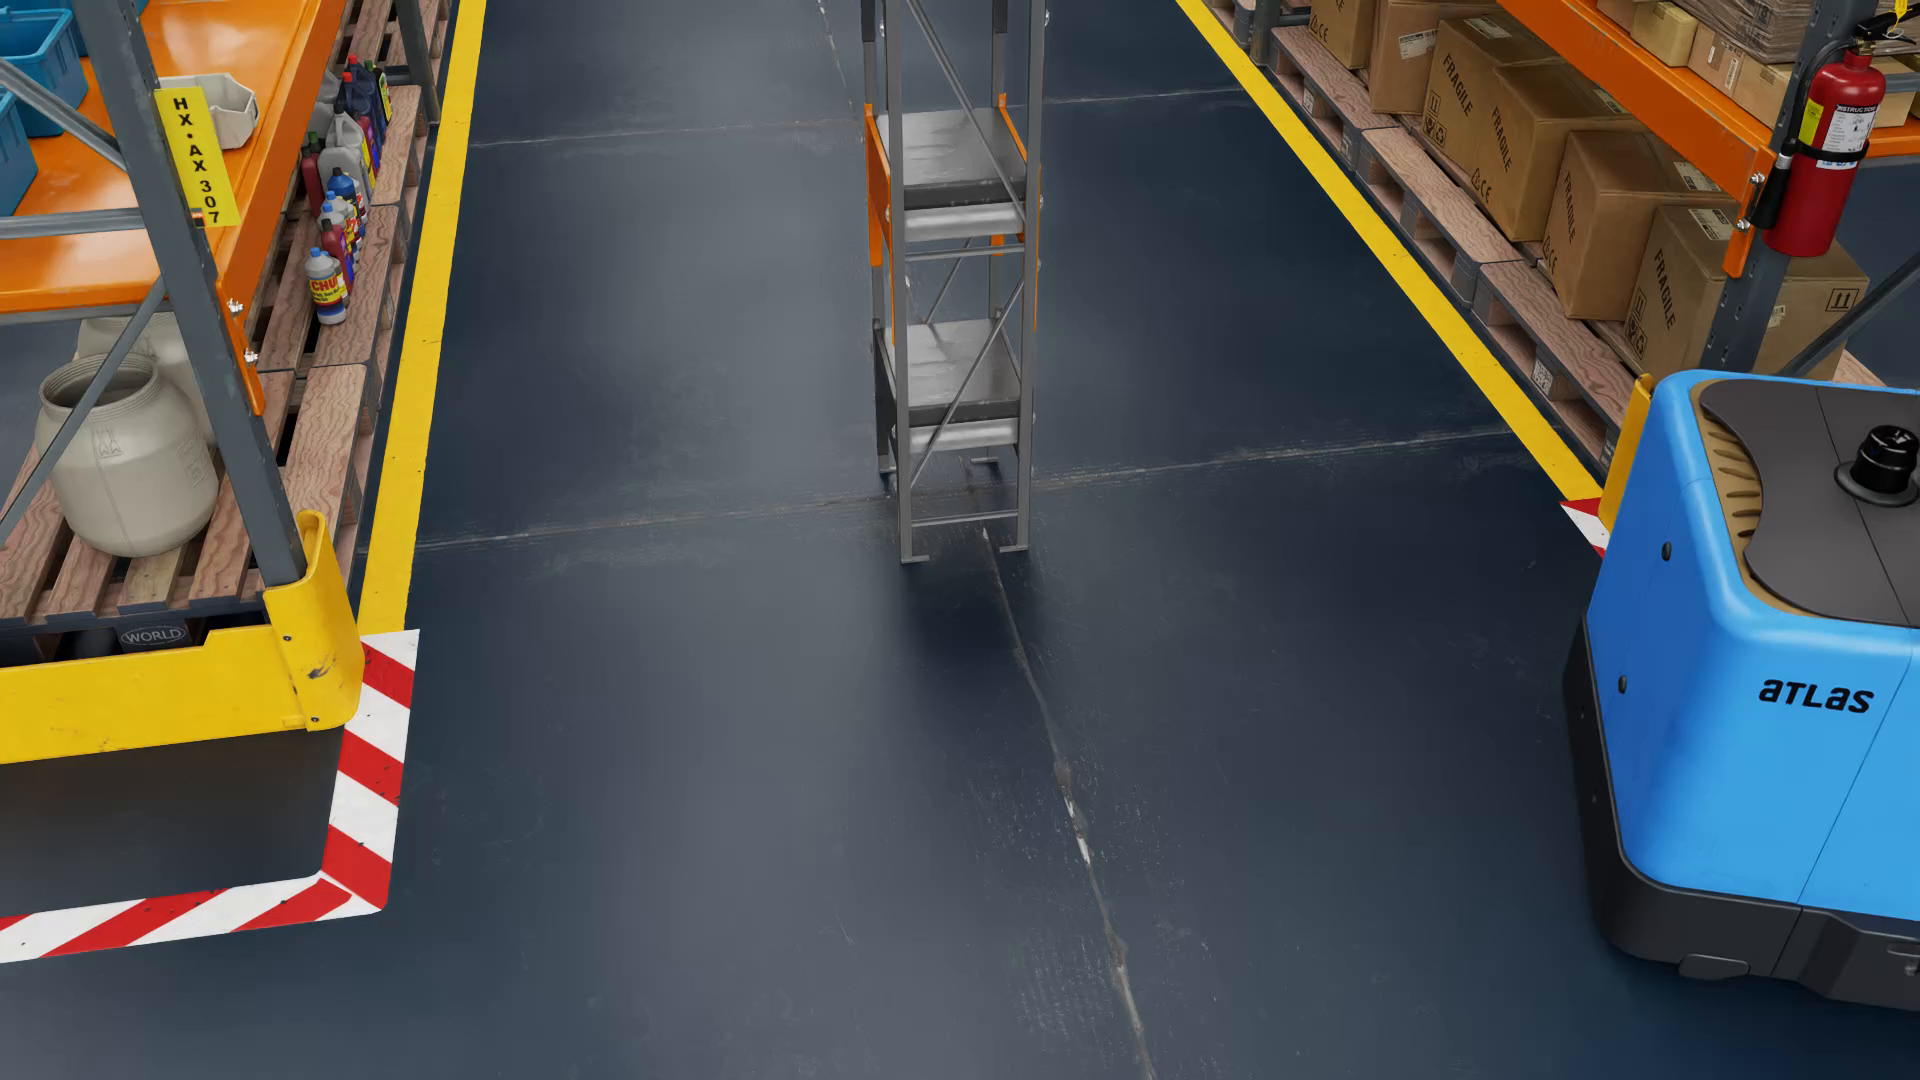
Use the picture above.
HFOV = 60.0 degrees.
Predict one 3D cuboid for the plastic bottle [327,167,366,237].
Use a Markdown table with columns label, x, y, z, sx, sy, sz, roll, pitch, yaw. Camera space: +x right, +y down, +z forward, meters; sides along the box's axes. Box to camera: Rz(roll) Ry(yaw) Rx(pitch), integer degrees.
| label | x | y | z | sx | sy | sz | roll | pitch | yaw |
| --- | --- | --- | --- | --- | --- | --- | --- | --- | --- |
| plastic bottle | -2.342 | -1.287 | 6.327 | 0.097 | 0.271 | 0.097 | 0 | 38 | 0 |

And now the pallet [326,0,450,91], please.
| label | x | y | z | sx | sy | sz | roll | pitch | yaw |
| --- | --- | --- | --- | --- | --- | --- | --- | --- | --- |
| pallet | -3.095 | -2.457 | 8.241 | 1.003 | 0.211 | 1.213 | -6 | 38 | -8 |

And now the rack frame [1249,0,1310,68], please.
| label | x | y | z | sx | sy | sz | roll | pitch | yaw |
| --- | --- | --- | --- | --- | --- | --- | --- | --- | --- |
| rack frame | 1.958 | -3.621 | 7.466 | 1.000 | 3.000 | 0.127 | -6 | 38 | -8 |

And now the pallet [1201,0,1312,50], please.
| label | x | y | z | sx | sy | sz | roll | pitch | yaw |
| --- | --- | --- | --- | --- | --- | --- | --- | --- | --- |
| pallet | 1.820 | -2.990 | 8.927 | 1.003 | 0.211 | 1.213 | -6 | 38 | -8 |

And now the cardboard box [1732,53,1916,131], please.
| label | x | y | z | sx | sy | sz | roll | pitch | yaw |
| --- | --- | --- | --- | --- | --- | --- | --- | --- | --- |
| cardboard box | 2.406 | -1.256 | 4.626 | 0.380 | 0.149 | 0.250 | -6 | 38 | -8 |

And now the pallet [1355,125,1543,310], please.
| label | x | y | z | sx | sy | sz | roll | pitch | yaw |
| --- | --- | --- | --- | --- | --- | --- | --- | --- | --- |
| pallet | 2.327 | -1.380 | 6.854 | 1.003 | 0.211 | 1.213 | -6 | 38 | -8 |

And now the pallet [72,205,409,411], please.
| label | x | y | z | sx | sy | sz | roll | pitch | yaw |
| --- | --- | --- | --- | --- | --- | --- | --- | --- | --- |
| pallet | -2.625 | -0.839 | 6.158 | 1.003 | 0.211 | 1.213 | -6 | 38 | -8 |

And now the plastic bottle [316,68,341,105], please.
| label | x | y | z | sx | sy | sz | roll | pitch | yaw |
| --- | --- | --- | --- | --- | --- | --- | --- | --- | --- |
| plastic bottle | -2.664 | -1.843 | 6.977 | 0.144 | 0.351 | 0.185 | -6 | 38 | -8 |

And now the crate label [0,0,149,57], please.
| label | x | y | z | sx | sy | sz | roll | pitch | yaw |
| --- | --- | --- | --- | --- | --- | --- | --- | --- | --- |
| crate label | -2.806 | -1.769 | 5.053 | 0.502 | 0.435 | 0.616 | -6 | 38 | -8 |

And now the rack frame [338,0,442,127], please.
| label | x | y | z | sx | sy | sz | roll | pitch | yaw |
| --- | --- | --- | --- | --- | --- | --- | --- | --- | --- |
| rack frame | -2.919 | -3.089 | 6.781 | 1.000 | 3.000 | 0.127 | -6 | 38 | -8 |

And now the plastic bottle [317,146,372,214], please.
| label | x | y | z | sx | sy | sz | roll | pitch | yaw |
| --- | --- | --- | --- | --- | --- | --- | --- | --- | --- |
| plastic bottle | -2.407 | -1.419 | 6.493 | 0.152 | 0.276 | 0.135 | -6 | 38 | -7 |

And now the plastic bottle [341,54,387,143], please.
| label | x | y | z | sx | sy | sz | roll | pitch | yaw |
| --- | --- | --- | --- | --- | --- | --- | --- | --- | --- |
| plastic bottle | -2.522 | -1.858 | 6.997 | 0.144 | 0.351 | 0.185 | -7 | 38 | -9 |

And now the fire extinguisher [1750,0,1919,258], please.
| label | x | y | z | sx | sy | sz | roll | pitch | yaw |
| --- | --- | --- | --- | --- | --- | --- | --- | --- | --- |
| fire extinguisher | 2.225 | -1.056 | 4.227 | 0.296 | 0.674 | 0.183 | -6 | 38 | -8 |

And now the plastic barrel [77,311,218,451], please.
| label | x | y | z | sx | sy | sz | roll | pitch | yaw |
| --- | --- | --- | --- | --- | --- | --- | --- | --- | --- |
| plastic barrel | -2.496 | -0.548 | 5.196 | 0.421 | 0.512 | 0.421 | 0 | 38 | 0 |

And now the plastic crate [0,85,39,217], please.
| label | x | y | z | sx | sy | sz | roll | pitch | yaw |
| --- | --- | --- | --- | --- | --- | --- | --- | --- | --- |
| plastic crate | -2.600 | -0.884 | 4.064 | 0.499 | 0.251 | 0.616 | -6 | 38 | -8 |

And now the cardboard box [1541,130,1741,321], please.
| label | x | y | z | sx | sy | sz | roll | pitch | yaw |
| --- | --- | --- | --- | --- | --- | --- | --- | --- | --- |
| cardboard box | 2.427 | -1.120 | 5.942 | 0.500 | 0.500 | 0.500 | 3 | 38 | 4 |

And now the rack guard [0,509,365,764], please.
| label | x | y | z | sx | sy | sz | roll | pitch | yaw |
| --- | --- | --- | --- | --- | --- | --- | --- | --- | --- |
| rack guard | -2.277 | 0.274 | 4.490 | 1.175 | 0.500 | 0.348 | -6 | 38 | -8 |

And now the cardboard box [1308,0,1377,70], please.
| label | x | y | z | sx | sy | sz | roll | pitch | yaw |
| --- | --- | --- | --- | --- | --- | --- | --- | --- | --- |
| cardboard box | 1.988 | -2.554 | 7.788 | 0.500 | 0.500 | 0.500 | -7 | 38 | -9 |

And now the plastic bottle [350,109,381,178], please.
| label | x | y | z | sx | sy | sz | roll | pitch | yaw |
| --- | --- | --- | --- | --- | --- | --- | --- | --- | --- |
| plastic bottle | -2.419 | -1.622 | 6.748 | 0.061 | 0.283 | 0.133 | -4 | 38 | -5 |

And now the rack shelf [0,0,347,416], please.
| label | x | y | z | sx | sy | sz | roll | pitch | yaw |
| --- | --- | --- | --- | --- | --- | --- | --- | --- | --- |
| rack shelf | -2.568 | -1.596 | 5.446 | 1.077 | 0.370 | 4.000 | -6 | 38 | -8 |

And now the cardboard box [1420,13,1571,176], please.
| label | x | y | z | sx | sy | sz | roll | pitch | yaw |
| --- | --- | --- | --- | --- | --- | --- | --- | --- | --- |
| cardboard box | 2.282 | -1.842 | 6.872 | 0.500 | 0.500 | 0.500 | -9 | 39 | -12 |

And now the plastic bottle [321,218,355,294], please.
| label | x | y | z | sx | sy | sz | roll | pitch | yaw |
| --- | --- | --- | --- | --- | --- | --- | --- | --- | --- |
| plastic bottle | -2.250 | -1.041 | 6.000 | 0.061 | 0.283 | 0.133 | -6 | 38 | -7 |

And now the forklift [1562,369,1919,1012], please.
| label | x | y | z | sx | sy | sz | roll | pitch | yaw |
| --- | --- | --- | --- | --- | --- | --- | --- | --- | --- |
| forklift | 3.081 | -0.276 | 3.216 | 3.031 | 2.935 | 1.130 | 7 | 38 | 9 |

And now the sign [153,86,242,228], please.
| label | x | y | z | sx | sy | sz | roll | pitch | yaw |
| --- | --- | --- | --- | --- | --- | --- | --- | --- | --- |
| sign | -1.675 | -0.838 | 3.659 | 0.100 | 0.325 | 0.005 | -6 | 38 | -8 |

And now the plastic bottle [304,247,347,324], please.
| label | x | y | z | sx | sy | sz | roll | pitch | yaw |
| --- | --- | --- | --- | --- | --- | --- | --- | --- | --- |
| plastic bottle | -2.228 | -0.897 | 5.825 | 0.097 | 0.271 | 0.097 | 0 | 38 | 0 |

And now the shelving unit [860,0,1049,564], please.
| label | x | y | z | sx | sy | sz | roll | pitch | yaw |
| --- | --- | --- | --- | --- | --- | --- | --- | --- | --- |
| shelving unit | -0.029 | -0.929 | 4.735 | 0.431 | 2.100 | 0.503 | -6 | 38 | -8 |

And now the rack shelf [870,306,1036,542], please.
| label | x | y | z | sx | sy | sz | roll | pitch | yaw |
| --- | --- | --- | --- | --- | --- | --- | --- | --- | --- |
| rack shelf | -0.029 | -0.366 | 5.172 | 0.431 | 0.518 | 0.480 | -6 | 38 | -8 |

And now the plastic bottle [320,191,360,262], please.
| label | x | y | z | sx | sy | sz | roll | pitch | yaw |
| --- | --- | --- | --- | --- | --- | --- | --- | --- | --- |
| plastic bottle | -2.306 | -1.165 | 6.170 | 0.097 | 0.271 | 0.097 | 0 | 38 | 0 |

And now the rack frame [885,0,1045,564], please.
| label | x | y | z | sx | sy | sz | roll | pitch | yaw |
| --- | --- | --- | --- | --- | --- | --- | --- | --- | --- |
| rack frame | 0.014 | -0.782 | 4.545 | 0.400 | 2.100 | 0.015 | -6 | 38 | -8 |

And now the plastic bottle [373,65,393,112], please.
| label | x | y | z | sx | sy | sz | roll | pitch | yaw |
| --- | --- | --- | --- | --- | --- | --- | --- | --- | --- |
| plastic bottle | -2.548 | -1.972 | 7.265 | 0.097 | 0.201 | 0.097 | 0 | 38 | 0 |

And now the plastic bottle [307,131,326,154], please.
| label | x | y | z | sx | sy | sz | roll | pitch | yaw |
| --- | --- | --- | --- | --- | --- | --- | --- | --- | --- |
| plastic bottle | -2.528 | -1.494 | 6.584 | 0.061 | 0.283 | 0.133 | -6 | 38 | -8 |

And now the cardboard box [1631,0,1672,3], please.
| label | x | y | z | sx | sy | sz | roll | pitch | yaw |
| --- | --- | --- | --- | --- | --- | --- | --- | --- | --- |
| cardboard box | 2.384 | -1.986 | 5.038 | 0.875 | 0.500 | 0.500 | -6 | 38 | -8 |

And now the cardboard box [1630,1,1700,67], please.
| label | x | y | z | sx | sy | sz | roll | pitch | yaw |
| --- | --- | --- | --- | --- | --- | --- | --- | --- | --- |
| cardboard box | 2.268 | -1.553 | 5.008 | 0.380 | 0.149 | 0.250 | -6 | 38 | -8 |
